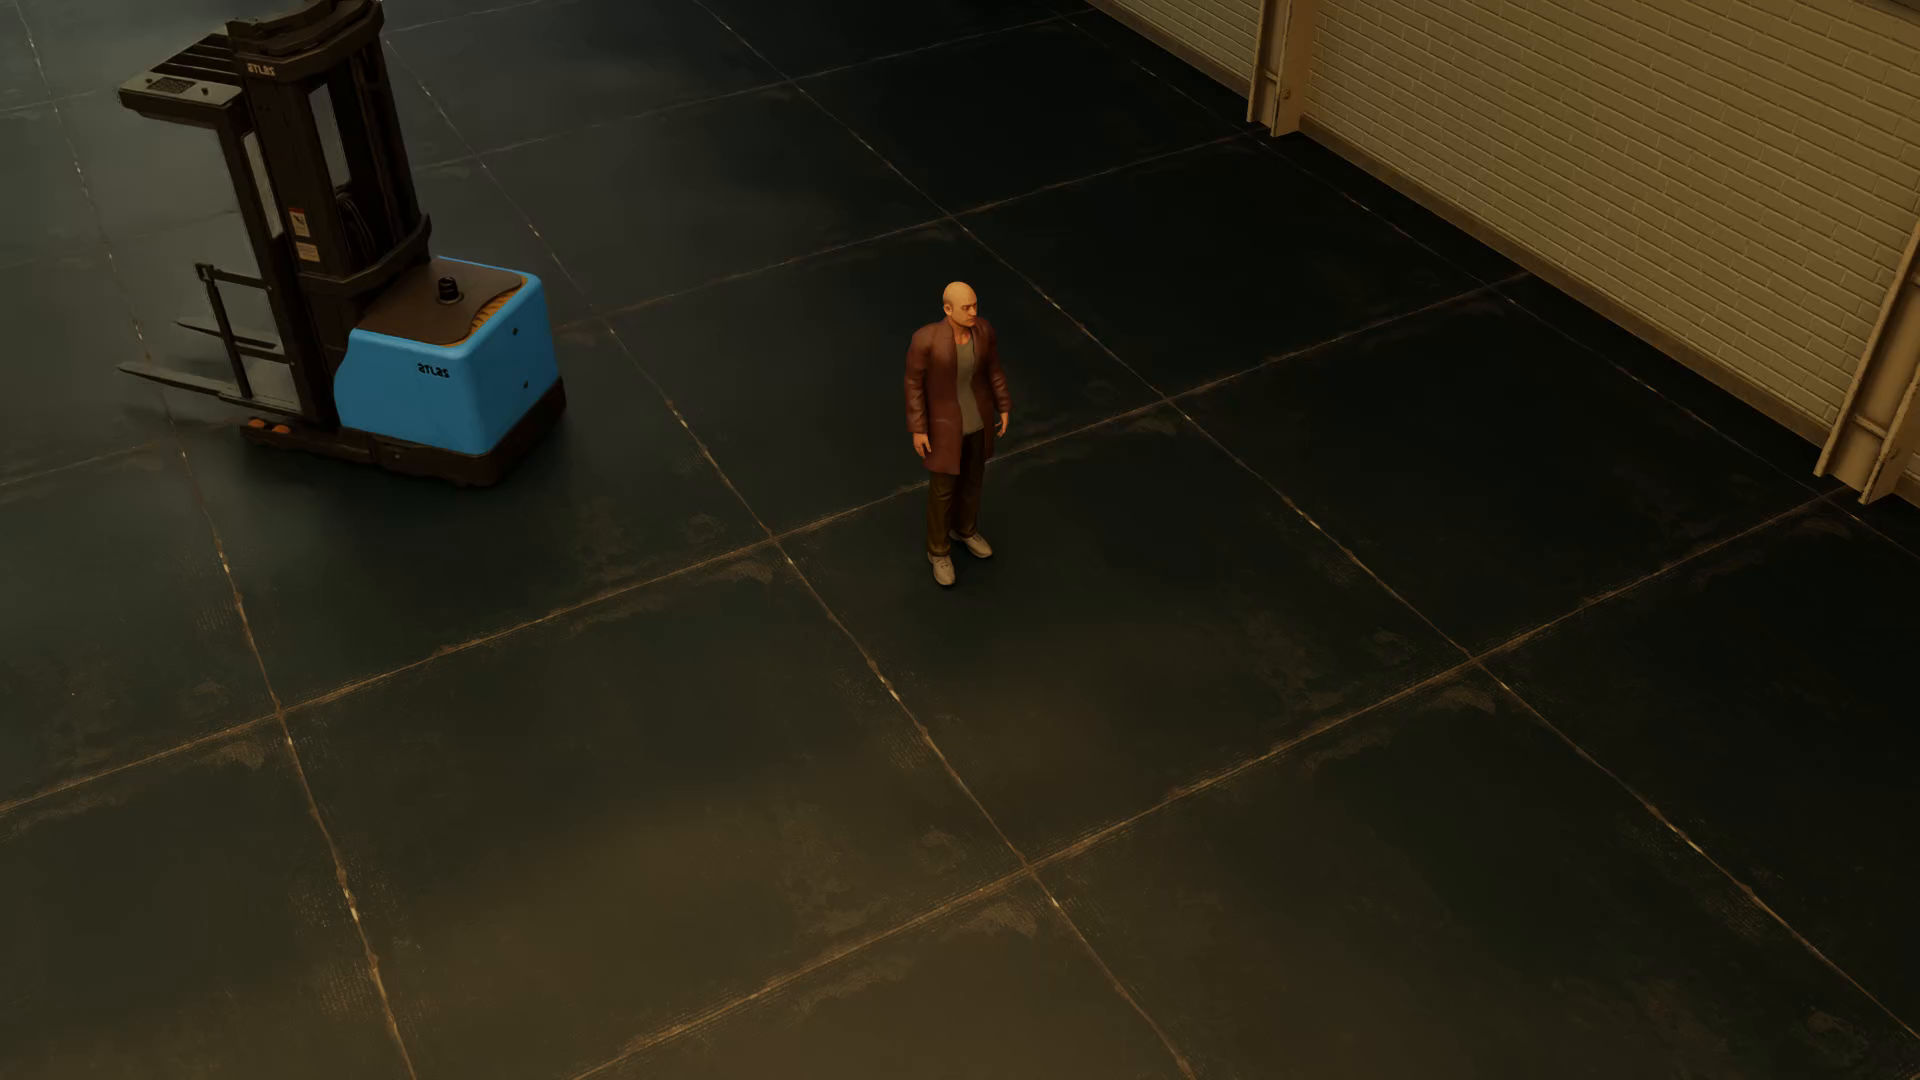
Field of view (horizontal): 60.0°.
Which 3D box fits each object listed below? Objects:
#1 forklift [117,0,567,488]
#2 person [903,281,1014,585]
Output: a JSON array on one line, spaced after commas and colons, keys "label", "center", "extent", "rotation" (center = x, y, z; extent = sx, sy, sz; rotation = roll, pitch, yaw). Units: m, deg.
[{"label": "forklift", "center": [-4.253, -2.030, 10.484], "extent": [3.031, 2.935, 1.130], "rotation": [12, 41, 15]}, {"label": "person", "center": [0.043, -0.638, 9.697], "extent": [0.698, 1.777, 0.579], "rotation": [-20, 44, -23]}]
